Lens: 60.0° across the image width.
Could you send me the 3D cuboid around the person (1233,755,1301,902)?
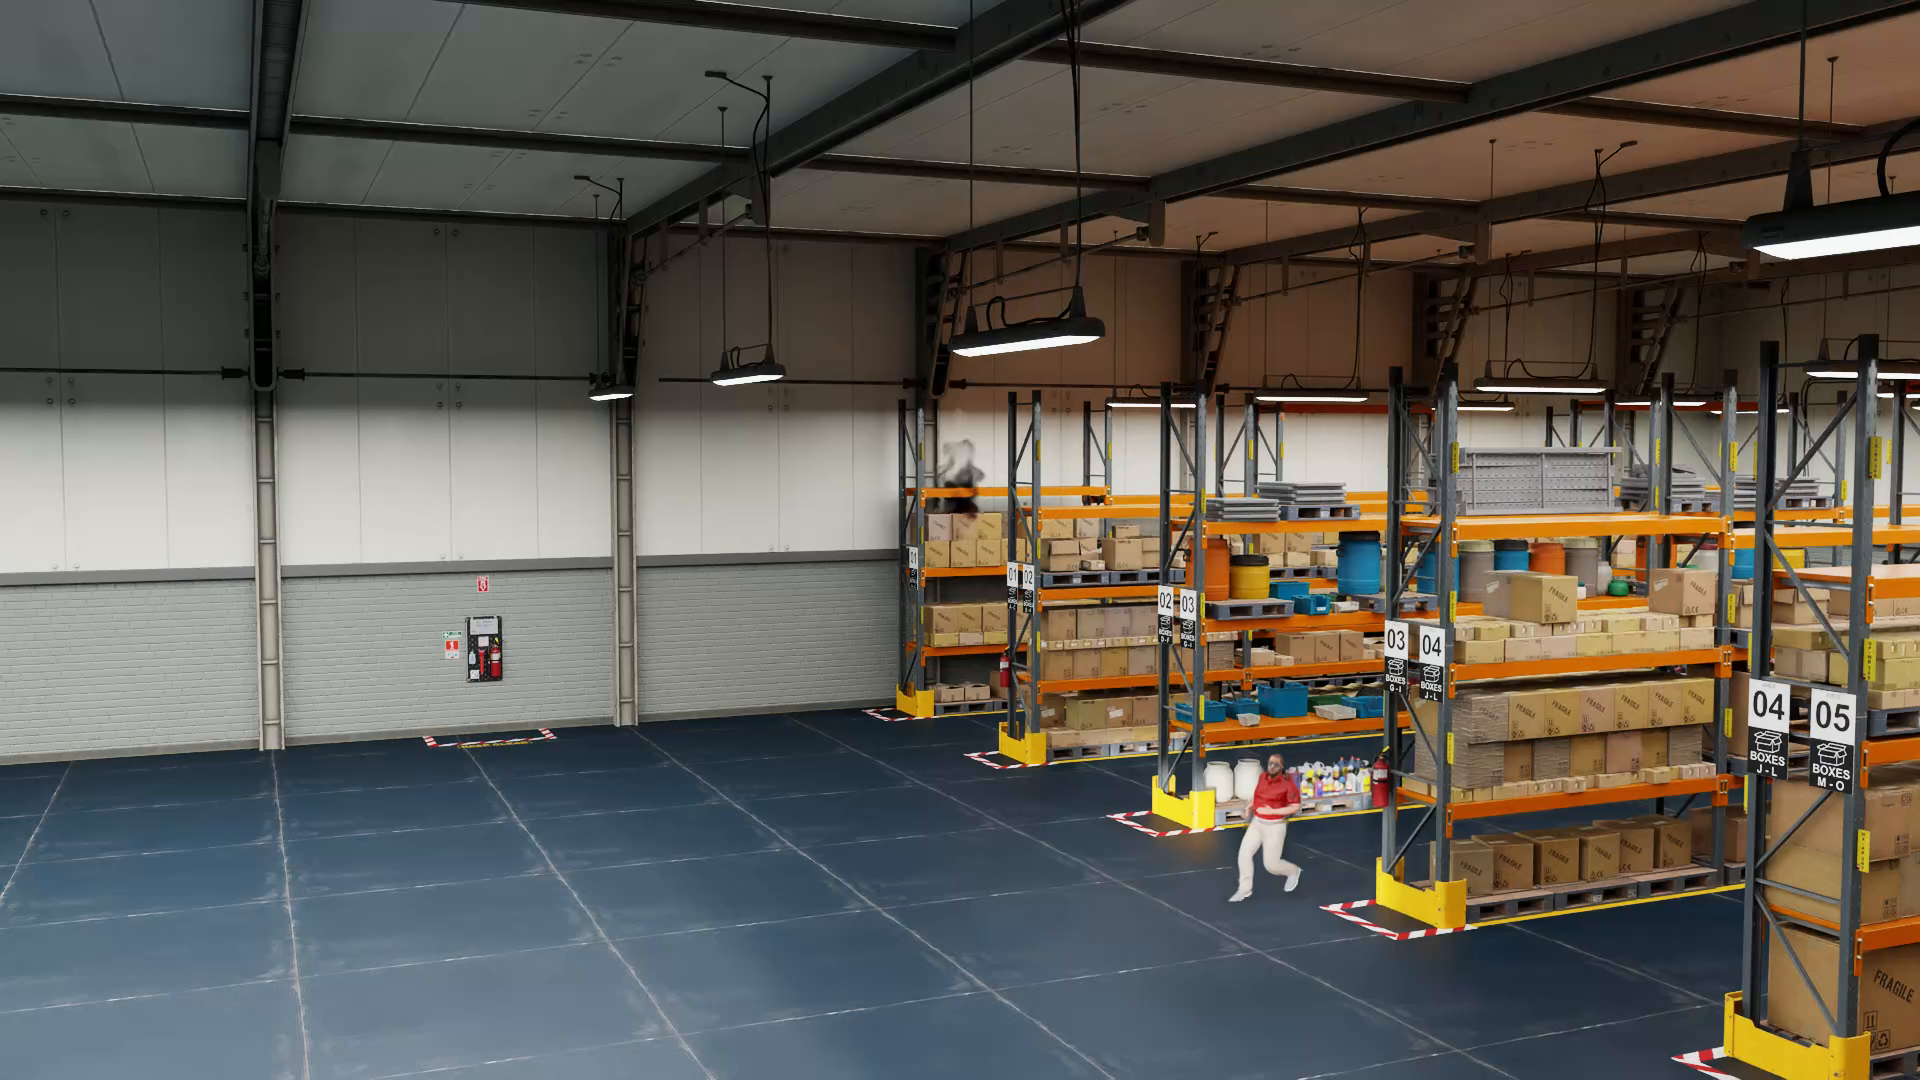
[{"bbox_3d":[3.523,3.253,18.755,0.720,1.670,0.692,-3,4,-40],"label":"person"}]
